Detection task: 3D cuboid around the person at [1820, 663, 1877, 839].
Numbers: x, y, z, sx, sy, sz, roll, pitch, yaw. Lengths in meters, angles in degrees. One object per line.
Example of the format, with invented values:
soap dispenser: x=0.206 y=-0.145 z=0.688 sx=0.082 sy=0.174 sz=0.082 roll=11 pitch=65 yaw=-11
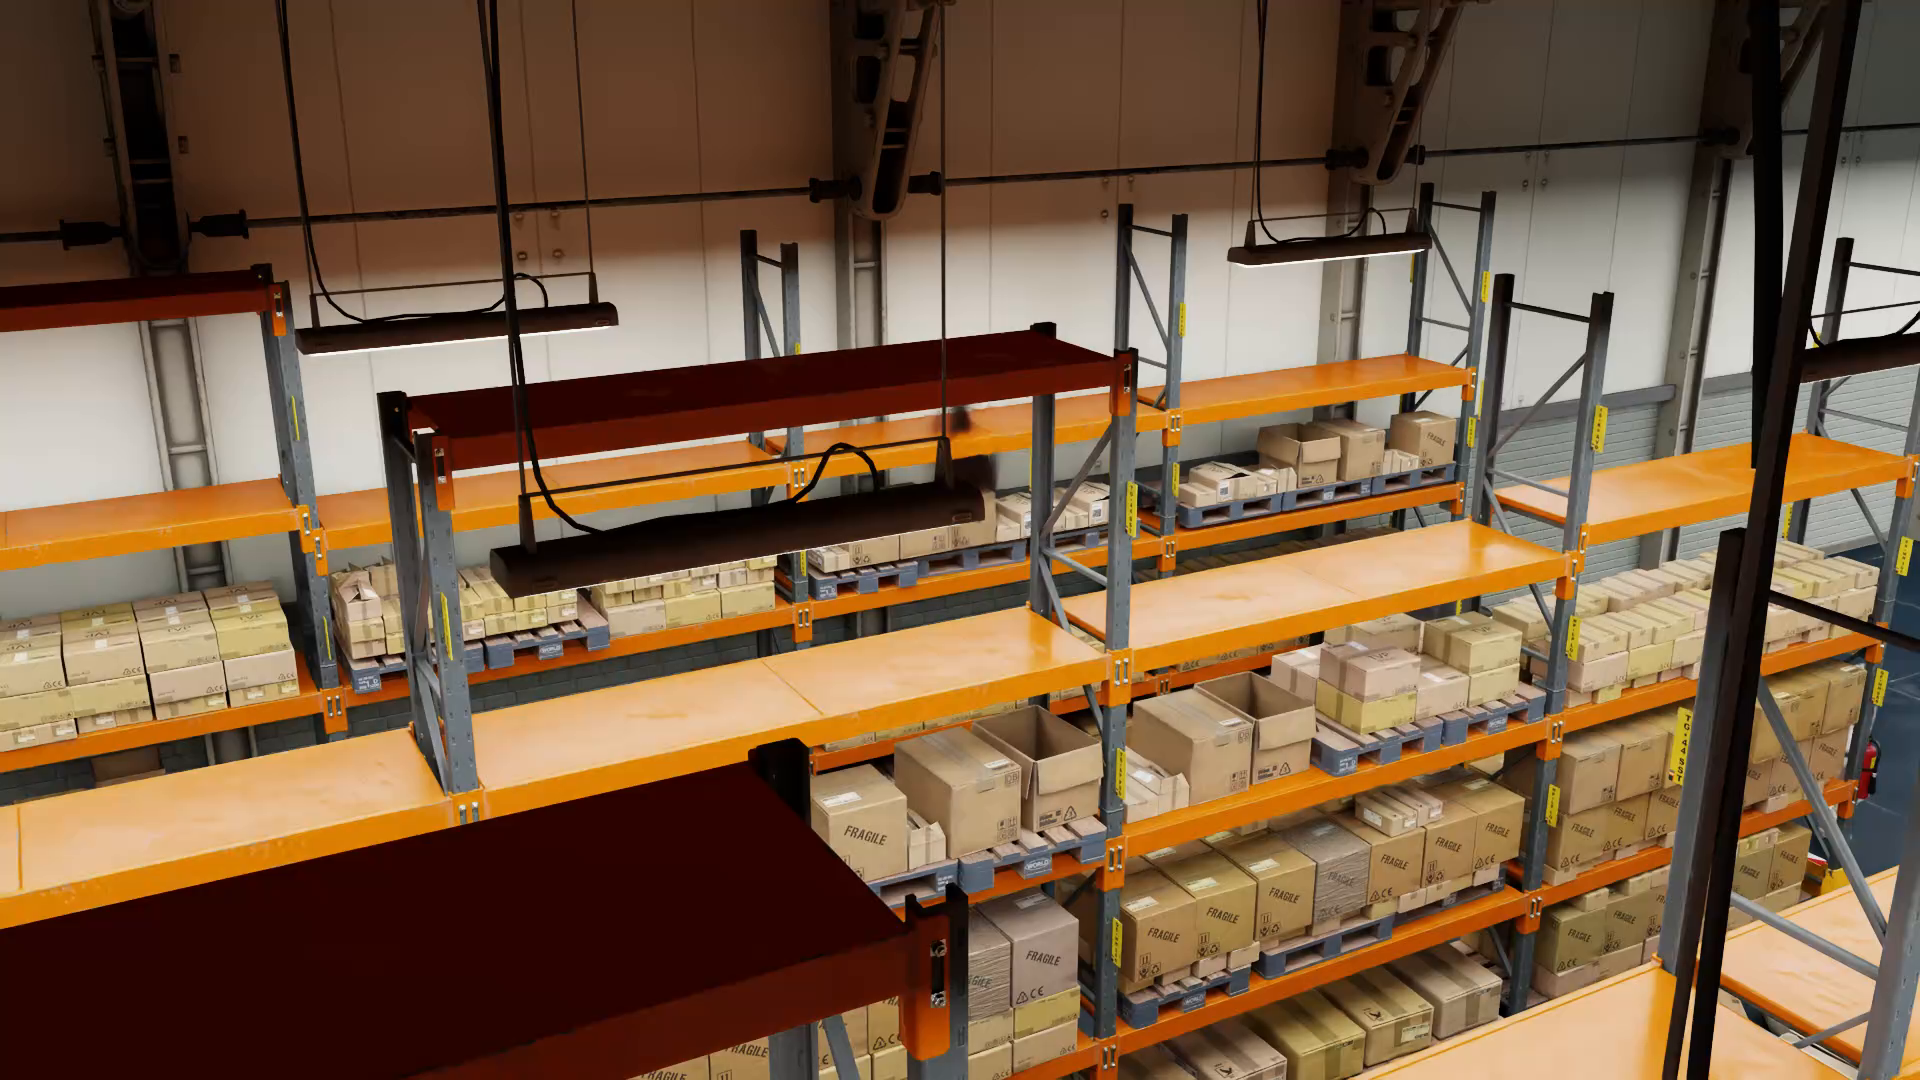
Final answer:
person: x=8.745 y=2.086 z=16.406 sx=0.588 sy=1.753 sz=0.695 roll=-7 pitch=19 yaw=-21
